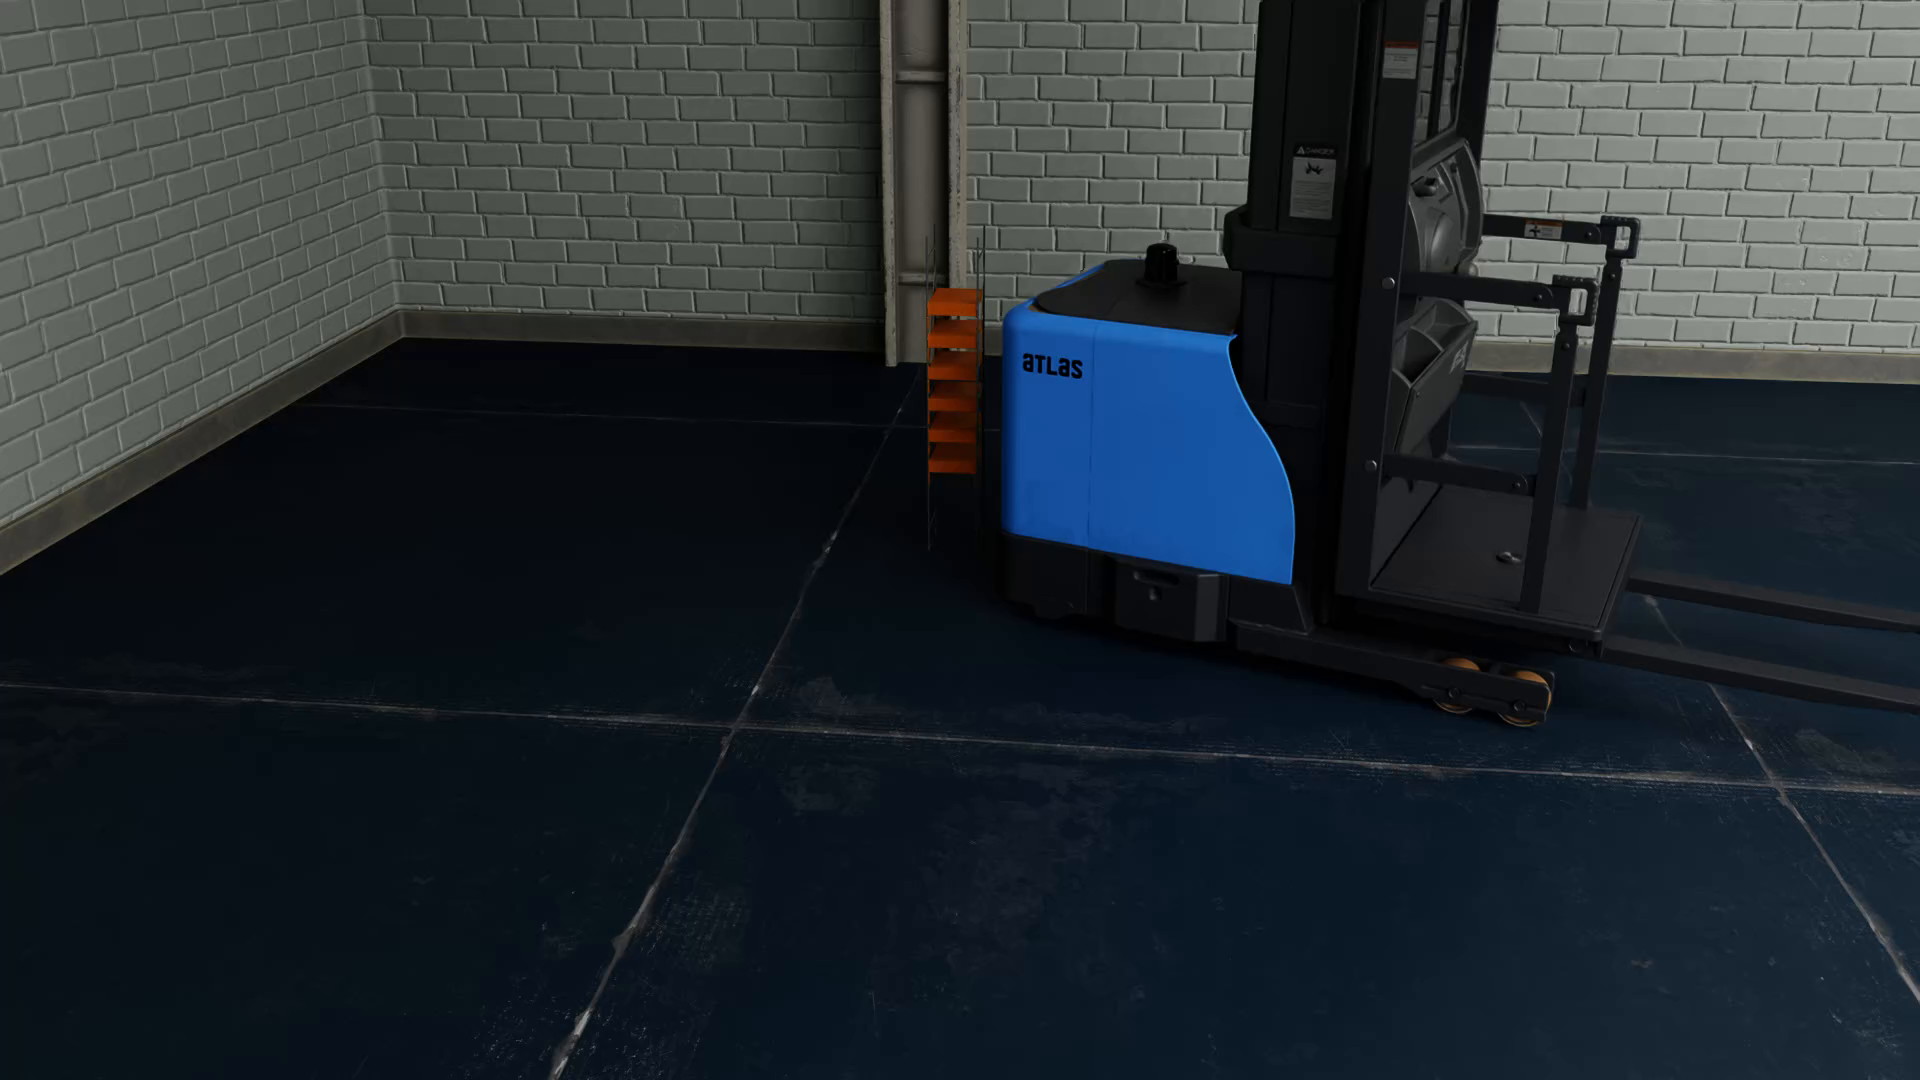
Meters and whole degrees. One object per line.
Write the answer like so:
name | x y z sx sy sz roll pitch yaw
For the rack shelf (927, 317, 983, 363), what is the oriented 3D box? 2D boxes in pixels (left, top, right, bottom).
rack shelf | -0.014 -0.740 6.149 0.180 0.103 0.258 2 22 6

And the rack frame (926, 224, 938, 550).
rack frame | -0.105 -0.563 6.231 0.006 1.200 0.240 2 22 6

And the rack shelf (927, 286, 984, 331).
rack shelf | -0.014 -0.852 6.105 0.180 0.103 0.258 2 22 6

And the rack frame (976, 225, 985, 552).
rack frame | 0.077 -0.555 6.211 0.006 1.200 0.240 2 22 6

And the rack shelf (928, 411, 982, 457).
rack shelf | -0.014 -0.406 6.281 0.180 0.103 0.258 2 22 6

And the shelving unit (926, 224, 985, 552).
shelving unit | -0.014 -0.559 6.221 0.189 1.200 0.258 2 22 6

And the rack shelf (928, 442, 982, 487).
rack shelf | -0.014 -0.294 6.325 0.180 0.103 0.258 2 22 6

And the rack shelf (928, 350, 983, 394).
rack shelf | -0.014 -0.629 6.193 0.180 0.103 0.258 2 22 6

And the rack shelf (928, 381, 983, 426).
rack shelf | -0.014 -0.517 6.237 0.180 0.103 0.258 2 22 6

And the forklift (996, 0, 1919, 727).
forklift | 1.675 -1.022 5.039 3.031 2.935 1.130 11 24 25

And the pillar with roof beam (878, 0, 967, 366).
pillar with roof beam | -0.688 -3.577 3.247 0.400 9.000 9.100 2 22 6
